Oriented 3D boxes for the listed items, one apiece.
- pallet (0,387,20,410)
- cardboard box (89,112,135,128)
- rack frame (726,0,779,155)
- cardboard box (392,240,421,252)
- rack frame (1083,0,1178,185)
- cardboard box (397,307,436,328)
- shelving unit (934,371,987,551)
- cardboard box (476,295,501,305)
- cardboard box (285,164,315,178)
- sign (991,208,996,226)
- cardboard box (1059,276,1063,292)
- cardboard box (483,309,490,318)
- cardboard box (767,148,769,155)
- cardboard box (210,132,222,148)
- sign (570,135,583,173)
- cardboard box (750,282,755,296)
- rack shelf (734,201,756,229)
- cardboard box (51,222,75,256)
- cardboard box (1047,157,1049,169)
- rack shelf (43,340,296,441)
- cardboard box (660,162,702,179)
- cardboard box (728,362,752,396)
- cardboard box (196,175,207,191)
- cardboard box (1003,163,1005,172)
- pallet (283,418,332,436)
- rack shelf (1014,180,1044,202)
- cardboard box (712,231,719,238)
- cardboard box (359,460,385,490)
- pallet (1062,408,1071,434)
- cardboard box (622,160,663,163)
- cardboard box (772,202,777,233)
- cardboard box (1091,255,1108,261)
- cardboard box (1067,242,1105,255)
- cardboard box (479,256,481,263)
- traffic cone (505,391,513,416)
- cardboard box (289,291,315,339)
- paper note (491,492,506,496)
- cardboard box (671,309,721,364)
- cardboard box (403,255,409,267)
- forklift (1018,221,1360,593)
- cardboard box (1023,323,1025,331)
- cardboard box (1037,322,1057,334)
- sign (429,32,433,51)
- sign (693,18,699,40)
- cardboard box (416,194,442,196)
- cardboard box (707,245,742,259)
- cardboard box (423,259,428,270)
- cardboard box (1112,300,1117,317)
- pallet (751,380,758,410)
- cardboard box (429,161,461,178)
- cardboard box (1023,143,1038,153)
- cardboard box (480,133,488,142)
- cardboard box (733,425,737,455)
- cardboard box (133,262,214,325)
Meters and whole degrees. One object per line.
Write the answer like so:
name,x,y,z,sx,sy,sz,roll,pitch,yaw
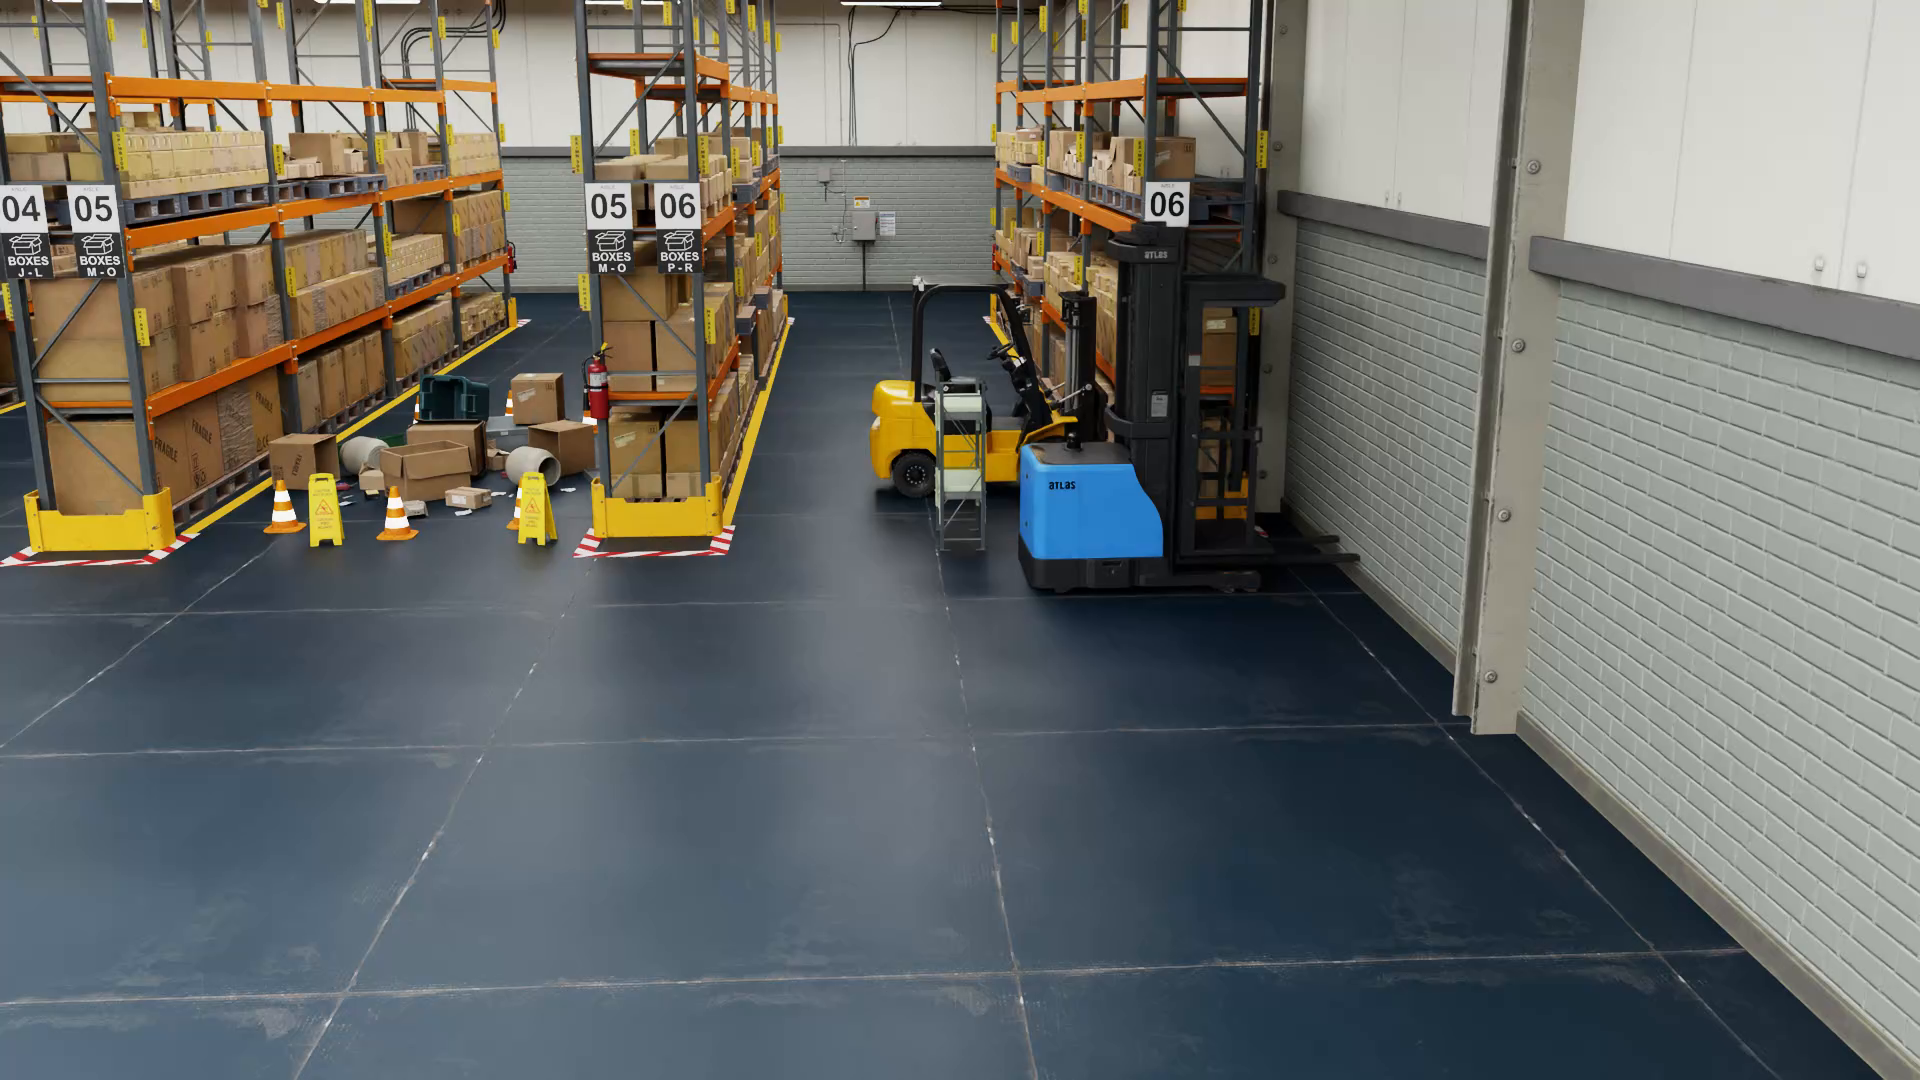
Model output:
pallet,-13.143,-1.798,21.814,1.003,0.211,1.213,-1,14,-3
cardboard box,-13.490,-6.688,26.454,0.500,0.250,0.500,-2,15,-7
rack frame,-3.795,-8.391,29.802,1.000,3.000,0.127,-1,14,-3
cardboard box,-8.182,-4.338,24.557,0.380,0.149,0.250,-2,15,-6
rack frame,1.902,-5.484,18.504,1.000,3.000,0.127,-1,14,-3
cardboard box,-8.118,-3.304,24.742,0.500,0.250,0.500,-2,15,-6
shelving unit,0.000,-0.725,15.057,0.431,1.500,0.755,-1,14,-3
cardboard box,-8.343,-4.241,29.398,0.380,0.149,0.250,-1,14,-5
cardboard box,-7.813,-4.335,19.519,0.380,0.149,0.250,-1,14,-3
sign,0.617,-5.974,30.711,0.100,0.325,0.005,-1,14,-3
cardboard box,1.539,-3.247,21.148,0.500,0.250,0.500,-1,14,-3
cardboard box,-8.336,-3.902,28.677,0.380,0.149,0.250,0,14,-1
cardboard box,-3.572,-6.855,29.312,0.380,0.149,0.250,-2,15,-8
cardboard box,-7.568,-3.969,16.495,0.380,0.149,0.250,-1,14,-4
sign,-3.359,-3.384,14.586,0.100,0.325,0.005,-1,14,-3
cardboard box,-2.856,-3.241,21.489,0.380,0.149,0.250,-1,14,-2
rack shelf,-3.176,-4.103,20.600,1.077,0.370,4.000,-1,14,-3
cardboard box,-13.305,-4.388,24.070,0.797,0.503,0.637,0,14,-2
cardboard box,1.373,-5.073,22.354,0.380,0.166,0.250,-1,14,-4
rack shelf,-7.862,-1.554,16.712,1.077,0.370,4.000,-1,14,-3
cardboard box,-2.608,-3.440,15.486,0.380,0.149,0.250,-1,14,-3
cardboard box,-3.221,-2.102,21.833,0.950,0.372,0.625,-1,14,-5
cardboard box,-7.534,-3.455,16.099,0.380,0.149,0.250,-1,14,-3
cardboard box,0.945,-6.428,28.699,0.380,0.149,0.250,-1,14,-3
pallet,-8.109,-1.240,19.645,1.003,0.211,1.213,-1,14,-3
rack shelf,1.531,-5.175,24.767,1.077,0.370,4.000,-1,14,-3
cardboard box,-3.593,-4.153,23.164,0.500,0.500,0.500,-1,14,-5
cardboard box,-6.041,-0.676,17.346,0.396,0.266,0.258,2,15,6
pallet,1.818,-1.411,20.309,1.003,0.211,1.213,-1,14,-3
cardboard box,-3.094,-3.621,16.188,0.380,0.149,0.250,-1,14,-5
cardboard box,-3.409,-5.524,28.493,0.500,0.500,0.500,-1,14,-4
cardboard box,1.960,-3.729,22.223,0.380,0.149,0.250,-1,14,-3
cardboard box,1.779,-3.956,23.560,0.500,0.500,0.500,0,14,-1
cardboard box,-8.402,-4.798,28.382,0.380,0.149,0.250,-1,14,-2
traffic cone,-5.542,-1.616,20.602,0.336,0.463,0.334,-1,14,-3
cardboard box,-7.750,-2.583,19.068,0.500,0.500,0.500,-1,14,-3
paper note,-4.752,-0.481,17.080,0.148,0.019,0.142,4,15,16
cardboard box,-2.592,-1.950,16.010,0.500,0.500,0.500,0,14,-2
cardboard box,-8.132,-4.002,23.848,0.380,0.149,0.250,-1,14,-3
forklift,2.048,-1.120,13.720,3.031,2.935,1.130,-1,14,-5
cardboard box,1.255,-3.305,26.249,0.500,0.500,0.500,-1,14,-4
cardboard box,1.323,-3.067,24.021,0.380,0.149,0.250,-2,15,-6
sign,-9.271,-8.772,29.249,0.100,0.325,0.005,-1,14,-3
sign,-4.103,-7.923,25.790,0.100,0.325,0.005,-1,14,-3
cardboard box,-8.884,-5.563,28.047,0.500,0.500,0.500,-1,14,-5
cardboard box,-2.728,-3.333,19.244,0.380,0.149,0.250,-1,14,-4
cardboard box,-8.191,-4.117,24.893,0.380,0.149,0.250,-2,15,-6
cardboard box,1.745,-2.347,16.849,0.380,0.149,0.250,-1,14,-3
pallet,-3.252,-1.951,22.409,1.003,0.211,1.213,-1,14,-3
cardboard box,-8.247,-5.888,26.397,0.500,0.250,0.500,0,14,-1
cardboard box,1.141,-5.832,24.740,0.380,0.149,0.250,-1,14,-3
cardboard box,-8.357,-6.930,28.643,0.380,0.149,0.250,-1,14,-3
cardboard box,-2.704,-1.098,18.171,0.500,0.250,0.500,-1,14,-5
cardboard box,-7.748,-2.370,15.973,0.875,0.550,0.550,-1,14,-3
